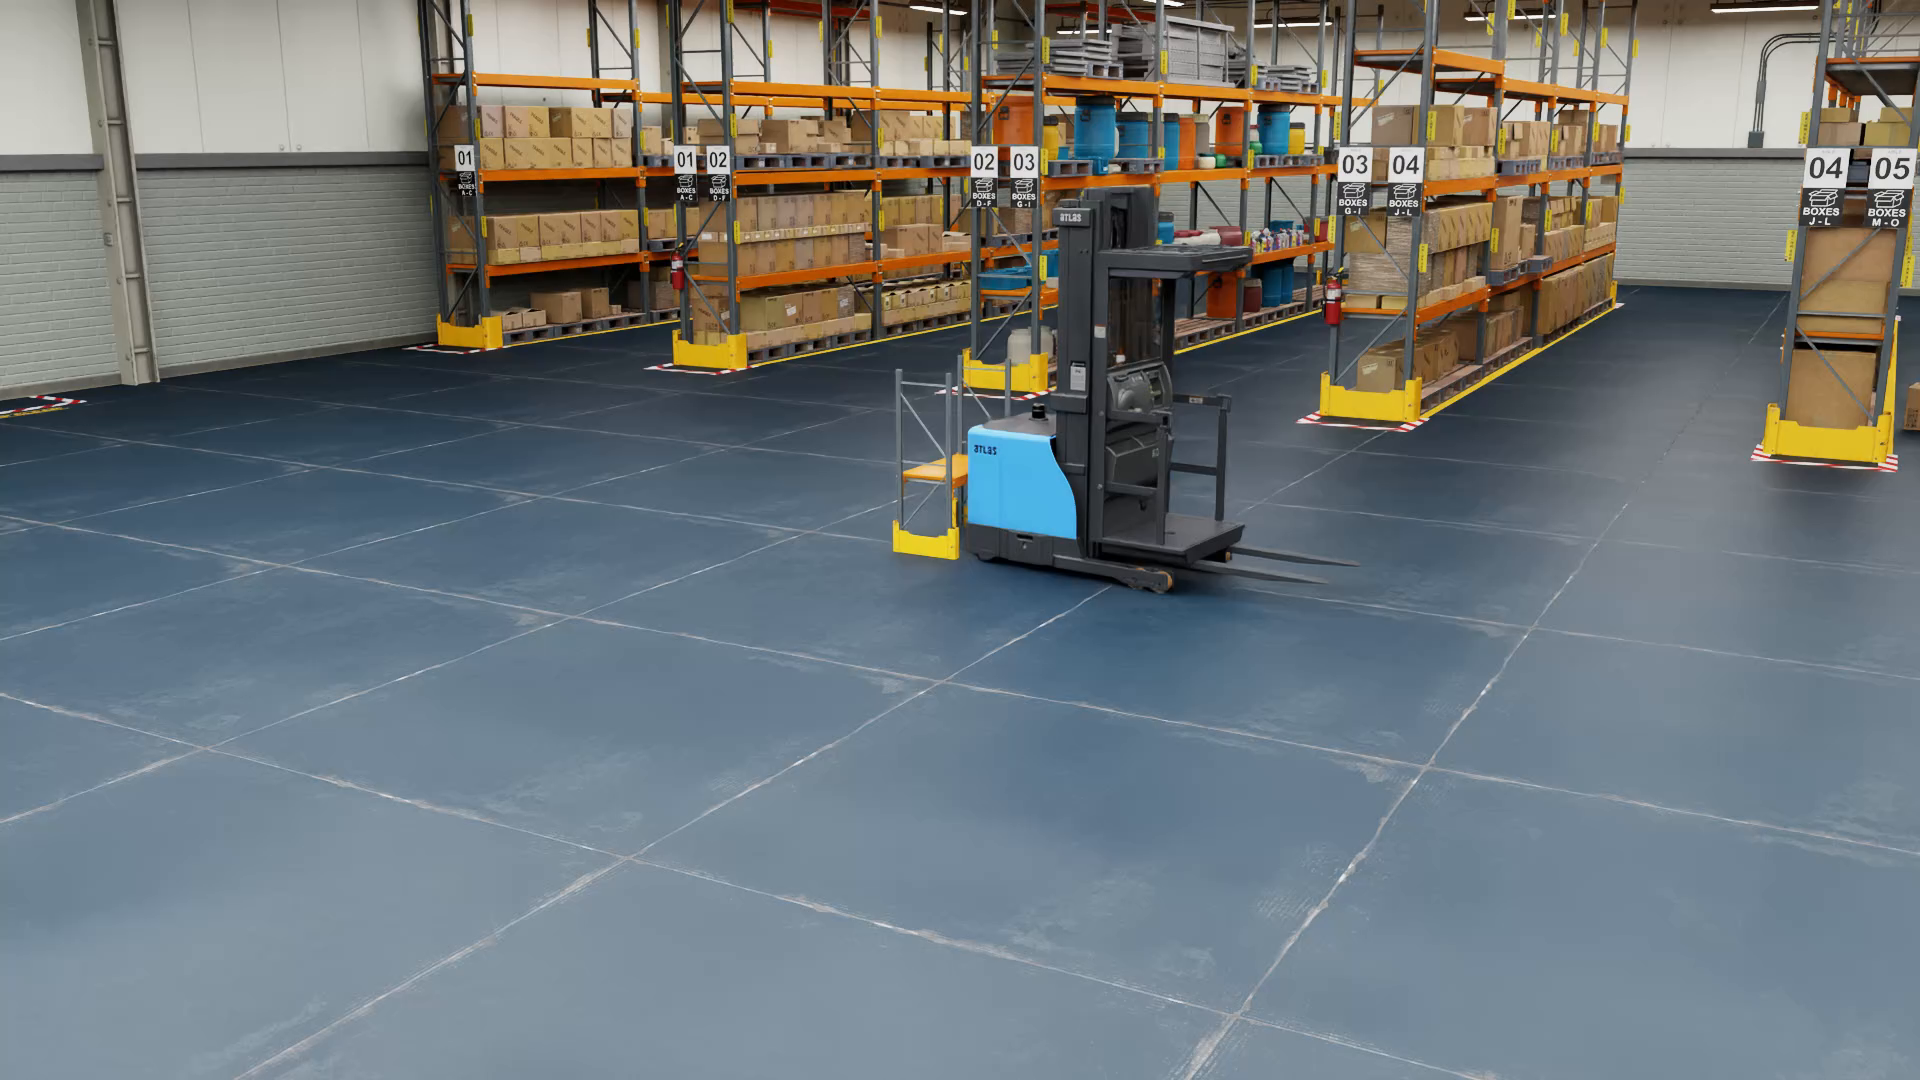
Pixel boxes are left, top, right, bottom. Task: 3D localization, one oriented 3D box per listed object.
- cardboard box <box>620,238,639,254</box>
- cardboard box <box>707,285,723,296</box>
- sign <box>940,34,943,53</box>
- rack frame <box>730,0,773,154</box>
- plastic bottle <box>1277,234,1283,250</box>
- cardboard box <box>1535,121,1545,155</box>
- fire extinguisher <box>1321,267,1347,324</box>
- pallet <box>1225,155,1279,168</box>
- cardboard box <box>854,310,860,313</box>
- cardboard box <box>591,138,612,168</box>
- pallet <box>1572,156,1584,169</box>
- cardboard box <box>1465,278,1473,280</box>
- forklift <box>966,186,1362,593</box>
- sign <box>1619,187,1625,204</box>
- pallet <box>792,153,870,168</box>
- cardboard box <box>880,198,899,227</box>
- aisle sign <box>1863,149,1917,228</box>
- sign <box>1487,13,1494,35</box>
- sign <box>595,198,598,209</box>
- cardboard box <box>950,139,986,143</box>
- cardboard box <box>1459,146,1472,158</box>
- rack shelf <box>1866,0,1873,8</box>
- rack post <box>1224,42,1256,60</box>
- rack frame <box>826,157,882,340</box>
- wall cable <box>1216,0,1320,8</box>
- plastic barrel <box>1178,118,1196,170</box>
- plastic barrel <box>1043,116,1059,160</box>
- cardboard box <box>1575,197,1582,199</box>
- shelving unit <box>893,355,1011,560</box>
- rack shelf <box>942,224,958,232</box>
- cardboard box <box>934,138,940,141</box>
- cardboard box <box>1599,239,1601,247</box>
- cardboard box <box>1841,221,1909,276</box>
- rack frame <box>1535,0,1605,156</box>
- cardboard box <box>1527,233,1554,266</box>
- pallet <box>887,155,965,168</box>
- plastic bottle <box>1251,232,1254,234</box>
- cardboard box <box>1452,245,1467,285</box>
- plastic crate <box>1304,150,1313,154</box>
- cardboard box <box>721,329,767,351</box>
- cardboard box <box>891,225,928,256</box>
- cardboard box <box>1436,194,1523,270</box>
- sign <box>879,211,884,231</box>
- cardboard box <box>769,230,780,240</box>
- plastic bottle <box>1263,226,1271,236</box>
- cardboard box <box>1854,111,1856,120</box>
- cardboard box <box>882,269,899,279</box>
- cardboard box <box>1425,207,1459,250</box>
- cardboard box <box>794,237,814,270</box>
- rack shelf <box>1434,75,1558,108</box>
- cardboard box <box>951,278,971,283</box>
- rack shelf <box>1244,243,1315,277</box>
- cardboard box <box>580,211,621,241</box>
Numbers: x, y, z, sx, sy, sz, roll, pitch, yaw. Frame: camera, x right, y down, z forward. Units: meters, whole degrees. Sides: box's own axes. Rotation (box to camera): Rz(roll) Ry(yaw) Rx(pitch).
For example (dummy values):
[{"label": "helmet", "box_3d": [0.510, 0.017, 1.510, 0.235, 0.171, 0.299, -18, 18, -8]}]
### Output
[{"label": "cardboard box", "box_3d": [-6.088, -5.256, 29.714, 0.500, 0.250, 0.500, 7, 15, 28]}, {"label": "cardboard box", "box_3d": [-5.060, -4.919, 32.433, 0.700, 0.500, 0.500, 7, 15, 28]}, {"label": "sign", "box_3d": [-0.333, -9.180, 30.749, 0.100, 0.325, 0.005, 7, 15, 28]}, {"label": "rack frame", "box_3d": [-4.191, -9.188, 32.946, 1.000, 3.000, 0.127, 7, 15, 28]}, {"label": "plastic bottle", "box_3d": [5.910, -5.539, 30.872, 0.152, 0.276, 0.135, 7, 15, 28]}, {"label": "cardboard box", "box_3d": [8.567, -6.105, 25.278, 0.500, 0.500, 0.500, 7, 15, 28]}, {"label": "fire extinguisher", "box_3d": [4.491, -2.938, 19.985, 0.296, 0.674, 0.183, 7, 15, 28]}, {"label": "pallet", "box_3d": [4.937, -6.662, 29.268, 1.003, 0.211, 1.213, 7, 15, 28]}, {"label": "cardboard box", "box_3d": [-1.840, -3.876, 28.682, 0.500, 0.250, 0.500, 7, 15, 27]}, {"label": "cardboard box", "box_3d": [-6.408, -6.734, 28.909, 0.500, 0.500, 0.500, 6, 15, 23]}, {"label": "pallet", "box_3d": [10.351, -6.580, 28.937, 0.805, 0.209, 1.217, 7, 15, 26]}, {"label": "cardboard box", "box_3d": [6.734, -3.473, 22.577, 0.380, 0.149, 0.250, 7, 15, 28]}, {"label": "forklift", "box_3d": [1.548, -1.168, 12.624, 3.031, 2.935, 1.130, 9, 16, 34]}, {"label": "sign", "box_3d": [13.153, -6.843, 33.043, 0.100, 0.325, 0.005, 7, 15, 28]}, {"label": "pallet", "box_3d": [-2.176, -6.128, 26.841, 1.003, 0.211, 1.213, 7, 15, 28]}, {"label": "cardboard box", "box_3d": [-1.981, -7.348, 37.471, 0.980, 0.700, 0.700, 8, 16, 29]}, {"label": "aisle sign", "box_3d": [9.471, -3.579, 16.934, 0.394, 0.787, 0.004, 7, 15, 28]}, {"label": "sign", "box_3d": [8.330, -8.098, 26.092, 0.100, 0.325, 0.005, 7, 15, 28]}, {"label": "sign", "box_3d": [-6.612, -6.076, 30.367, 0.100, 0.325, 0.005, 7, 15, 28]}, {"label": "cardboard box", "box_3d": [0.328, -7.312, 31.348, 0.910, 0.500, 0.500, 7, 15, 28]}, {"label": "cardboard box", "box_3d": [6.347, -4.976, 21.344, 0.380, 0.149, 0.250, 8, 16, 31]}, {"label": "rack shelf", "box_3d": [16.011, -9.419, 28.346, 1.077, 0.370, 4.000, 7, 15, 28]}, {"label": "rack post", "box_3d": [4.772, -8.487, 28.938, 0.624, 0.289, 0.986, 7, 15, 28]}, {"label": "rack frame", "box_3d": [-1.787, -4.891, 27.920, 1.000, 3.000, 0.127, 7, 15, 28]}, {"label": "wall cable", "box_3d": [7.801, -14.449, 40.912, 3.097, 2.526, 0.112, 7, 15, 28]}, {"label": "plastic barrel", "box_3d": [3.578, -6.538, 27.437, 0.600, 0.830, 0.708, 7, 15, 28]}, {"label": "plastic barrel", "box_3d": [1.054, -5.510, 22.792, 0.600, 0.588, 0.600, 0, 14, 0]}, {"label": "cardboard box", "box_3d": [11.729, -6.388, 32.217, 0.500, 0.500, 0.500, 7, 15, 27]}, {"label": "shelving unit", "box_3d": [-0.037, -0.713, 13.793, 0.587, 1.500, 1.083, 7, 15, 28]}, {"label": "rack shelf", "box_3d": [-1.291, -7.153, 38.839, 1.077, 0.370, 4.000, 7, 15, 28]}, {"label": "cardboard box", "box_3d": [-0.696, -9.264, 38.870, 0.500, 0.250, 0.500, 7, 15, 26]}, {"label": "cardboard box", "box_3d": [11.937, -5.630, 31.521, 0.380, 0.149, 0.250, 7, 15, 26]}, {"label": "cardboard box", "box_3d": [10.031, -3.257, 18.518, 0.875, 0.550, 0.550, 7, 15, 28]}, {"label": "rack frame", "box_3d": [10.751, -8.325, 29.366, 1.000, 3.000, 0.127, 7, 15, 28]}, {"label": "cardboard box", "box_3d": [9.290, -4.706, 26.939, 0.500, 0.500, 0.500, 8, 16, 30]}, {"label": "pallet", "box_3d": [-0.641, -6.699, 29.422, 1.003, 0.211, 1.213, 8, 16, 31]}, {"label": "plastic bottle", "box_3d": [5.601, -5.760, 31.800, 0.097, 0.271, 0.097, 0, 14, 0]}, {"label": "cardboard box", "box_3d": [6.186, -3.663, 21.979, 0.875, 0.500, 0.500, 7, 15, 28]}, {"label": "plastic crate", "box_3d": [7.007, -7.772, 33.722, 0.437, 0.282, 0.530, 7, 15, 28]}, {"label": "cardboard box", "box_3d": [-3.266, -3.022, 25.141, 0.500, 0.250, 0.500, 7, 15, 28]}, {"label": "cardboard box", "box_3d": [-0.904, -5.306, 29.428, 0.500, 0.500, 0.500, 7, 15, 28]}, {"label": "cardboard box", "box_3d": [7.390, -4.411, 23.752, 1.000, 1.000, 1.000, 7, 15, 28]}, {"label": "sign", "box_3d": [-1.300, -5.287, 27.549, 0.100, 0.325, 0.005, 7, 15, 28]}, {"label": "cardboard box", "box_3d": [-2.971, -4.647, 25.312, 0.380, 0.149, 0.250, 7, 15, 27]}, {"label": "plastic bottle", "box_3d": [5.942, -5.902, 32.221, 0.144, 0.351, 0.185, 7, 15, 28]}, {"label": "cardboard box", "box_3d": [9.968, -4.813, 18.923, 0.380, 0.149, 0.250, 7, 15, 28]}, {"label": "cardboard box", "box_3d": [-1.806, -6.223, 37.885, 0.700, 0.500, 0.500, 8, 16, 29]}, {"label": "cardboard box", "box_3d": [5.943, -3.913, 20.882, 0.500, 0.500, 0.500, 7, 15, 28]}, {"label": "cardboard box", "box_3d": [-2.737, -4.531, 26.214, 0.700, 0.500, 0.500, 8, 16, 30]}, {"label": "rack shelf", "box_3d": [7.850, -6.550, 24.391, 1.077, 0.370, 4.000, 7, 15, 28]}, {"label": "cardboard box", "box_3d": [0.109, -4.716, 30.970, 0.500, 0.311, 0.500, 8, 16, 30]}, {"label": "rack shelf", "box_3d": [5.448, -5.210, 30.779, 1.077, 0.370, 4.000, 7, 15, 28]}, {"label": "cardboard box", "box_3d": [-6.319, -5.517, 29.197, 0.500, 0.500, 0.500, 7, 15, 28]}]
